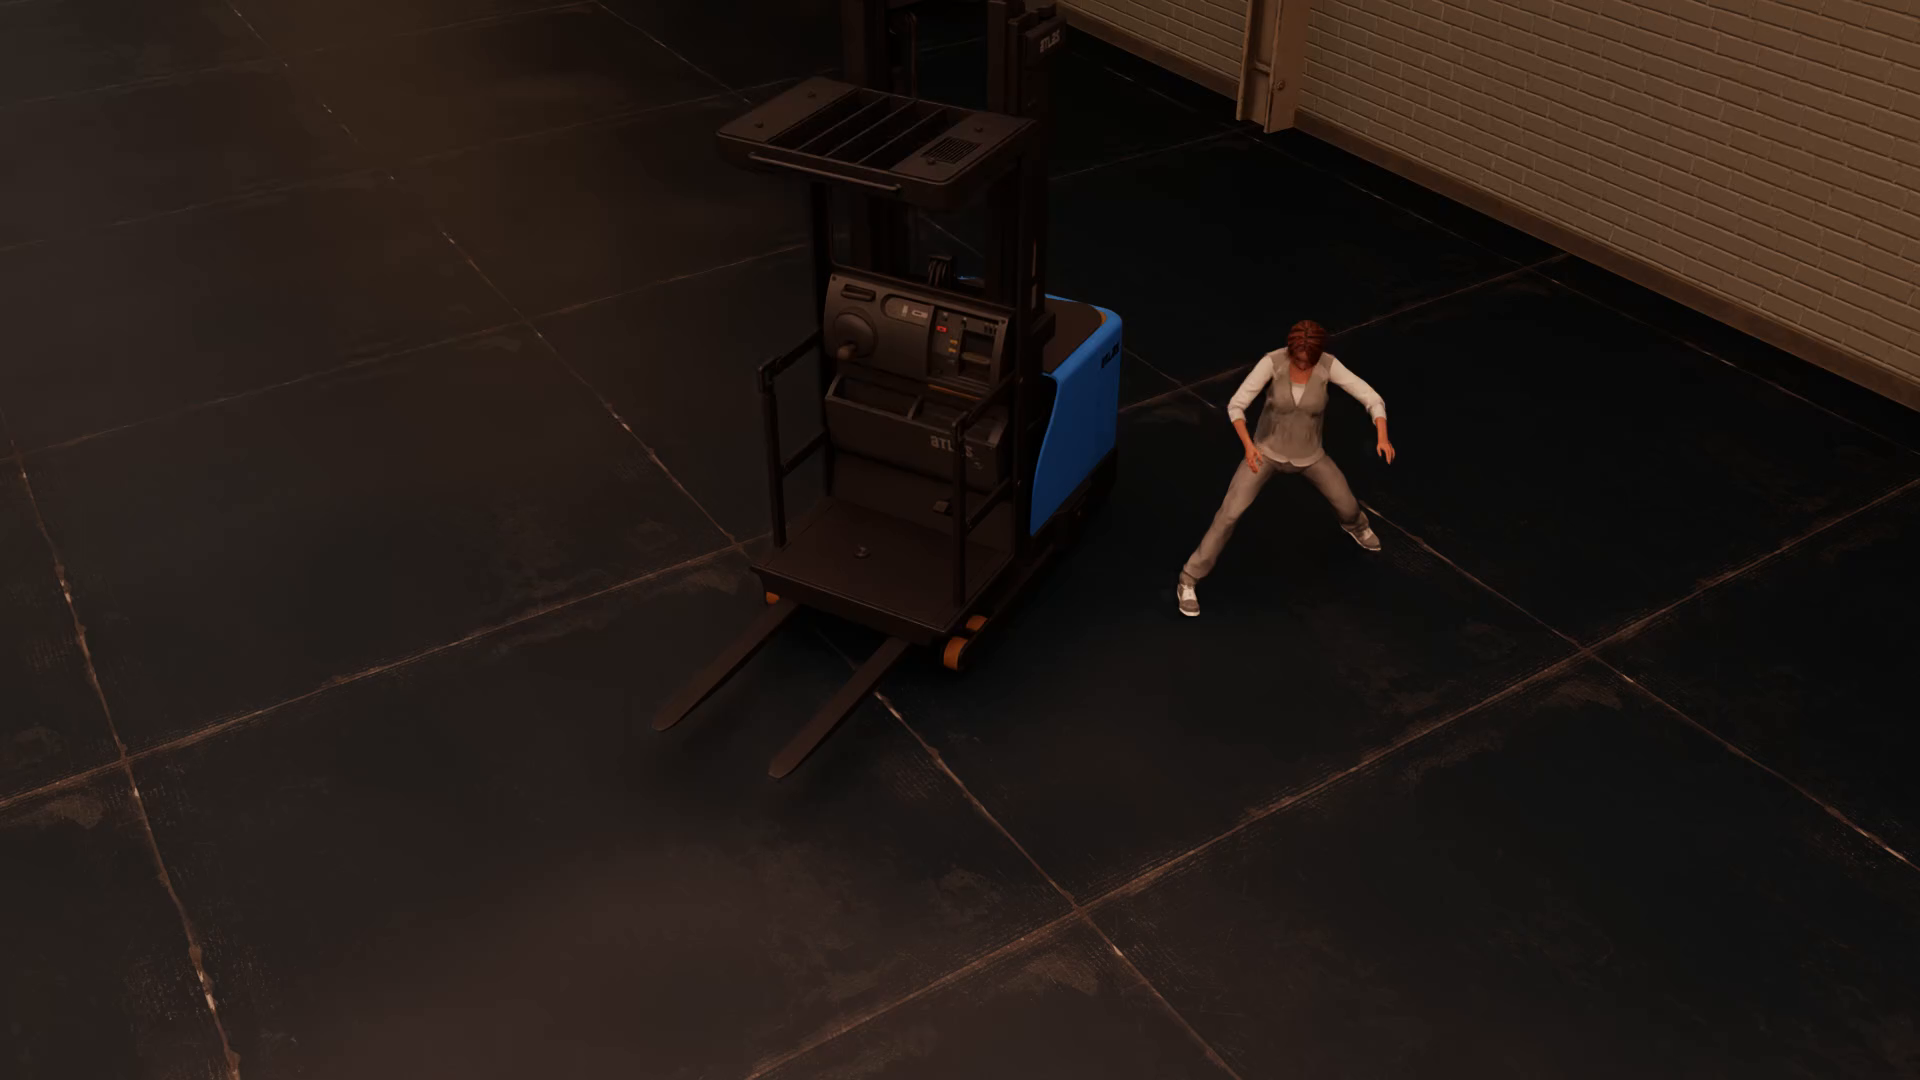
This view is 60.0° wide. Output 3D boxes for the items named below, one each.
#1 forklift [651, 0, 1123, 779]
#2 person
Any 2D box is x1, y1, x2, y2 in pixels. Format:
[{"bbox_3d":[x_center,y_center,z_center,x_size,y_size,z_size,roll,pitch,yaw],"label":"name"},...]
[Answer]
[{"bbox_3d":[-0.308,-0.880,7.400,1.130,2.935,3.031,18,39,23],"label":"forklift"},{"bbox_3d":[1.632,-0.386,8.035,1.073,1.428,0.867,3,35,4],"label":"person"}]
